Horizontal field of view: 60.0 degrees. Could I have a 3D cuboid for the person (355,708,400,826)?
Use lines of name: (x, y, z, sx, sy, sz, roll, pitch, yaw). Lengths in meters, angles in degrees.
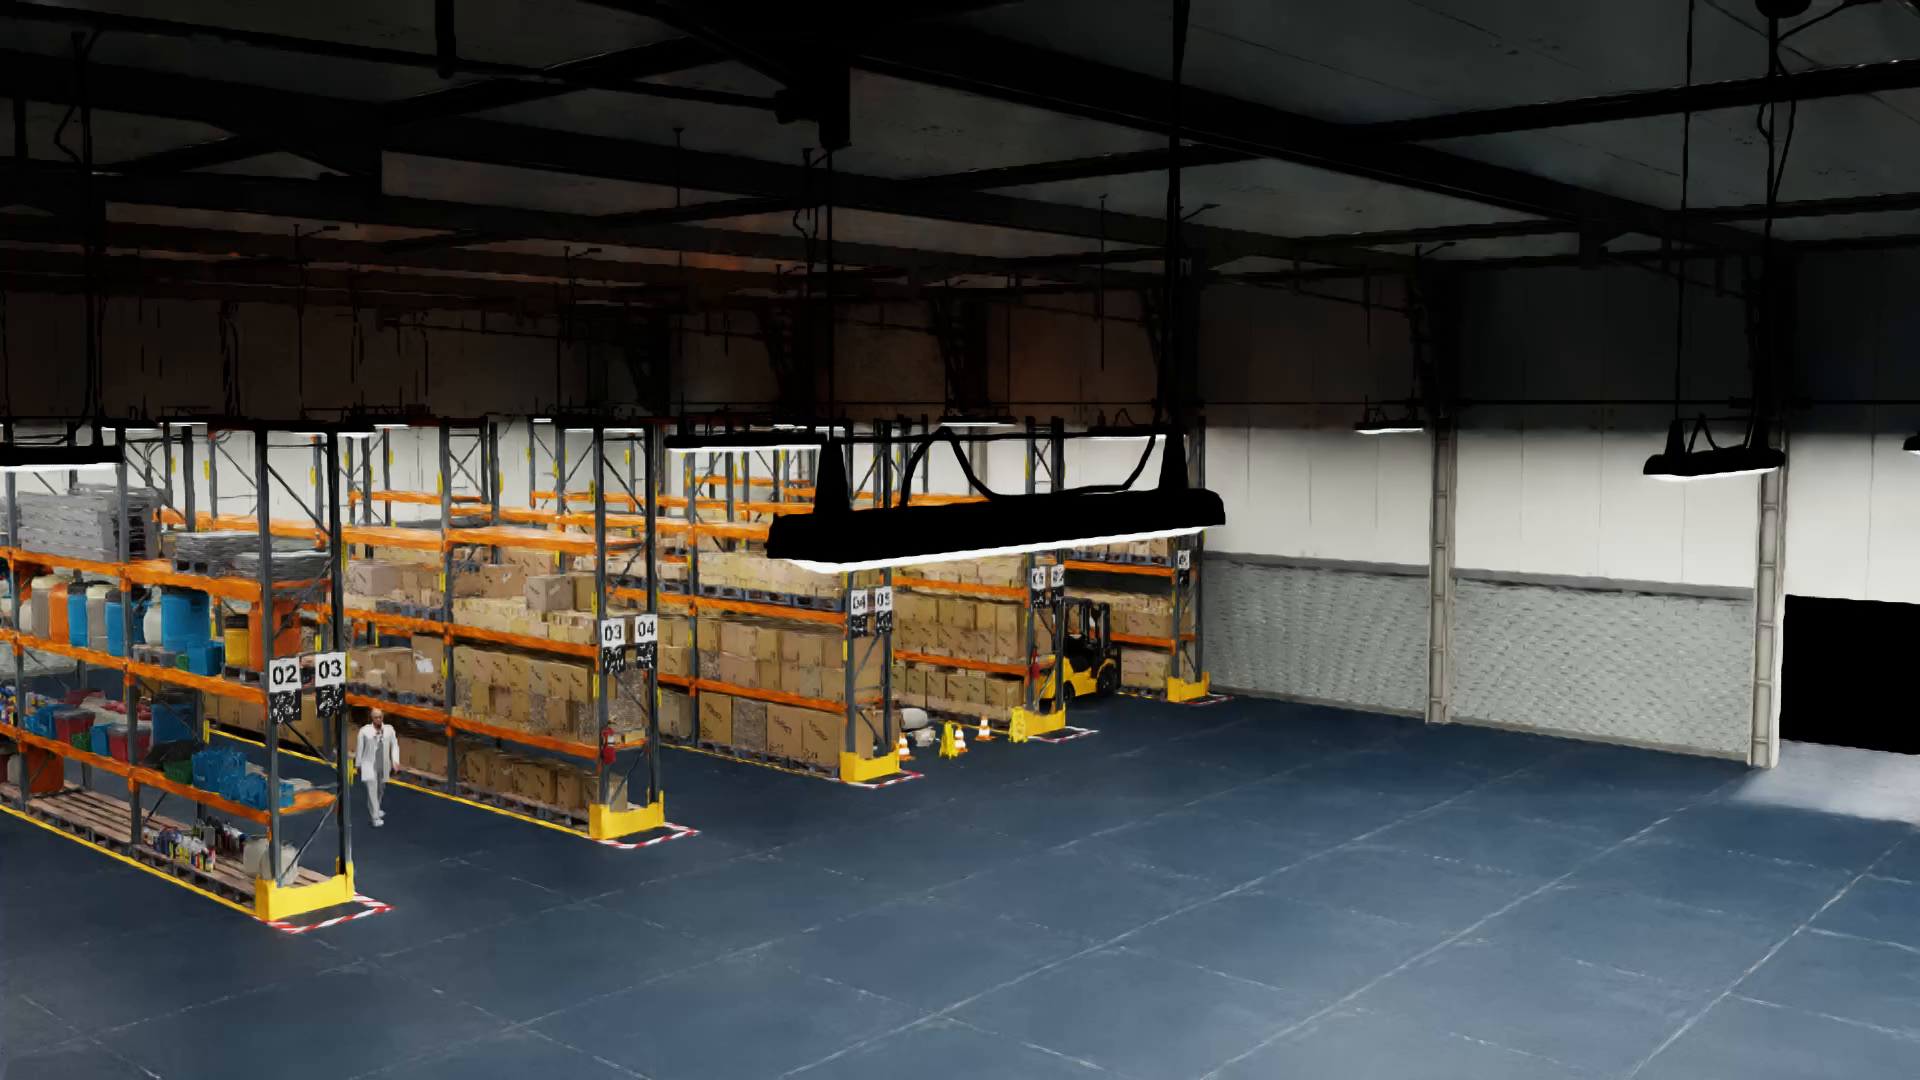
person: (-8.735, 3.404, 24.988, 0.576, 1.592, 1.089, -4, 6, -39)
